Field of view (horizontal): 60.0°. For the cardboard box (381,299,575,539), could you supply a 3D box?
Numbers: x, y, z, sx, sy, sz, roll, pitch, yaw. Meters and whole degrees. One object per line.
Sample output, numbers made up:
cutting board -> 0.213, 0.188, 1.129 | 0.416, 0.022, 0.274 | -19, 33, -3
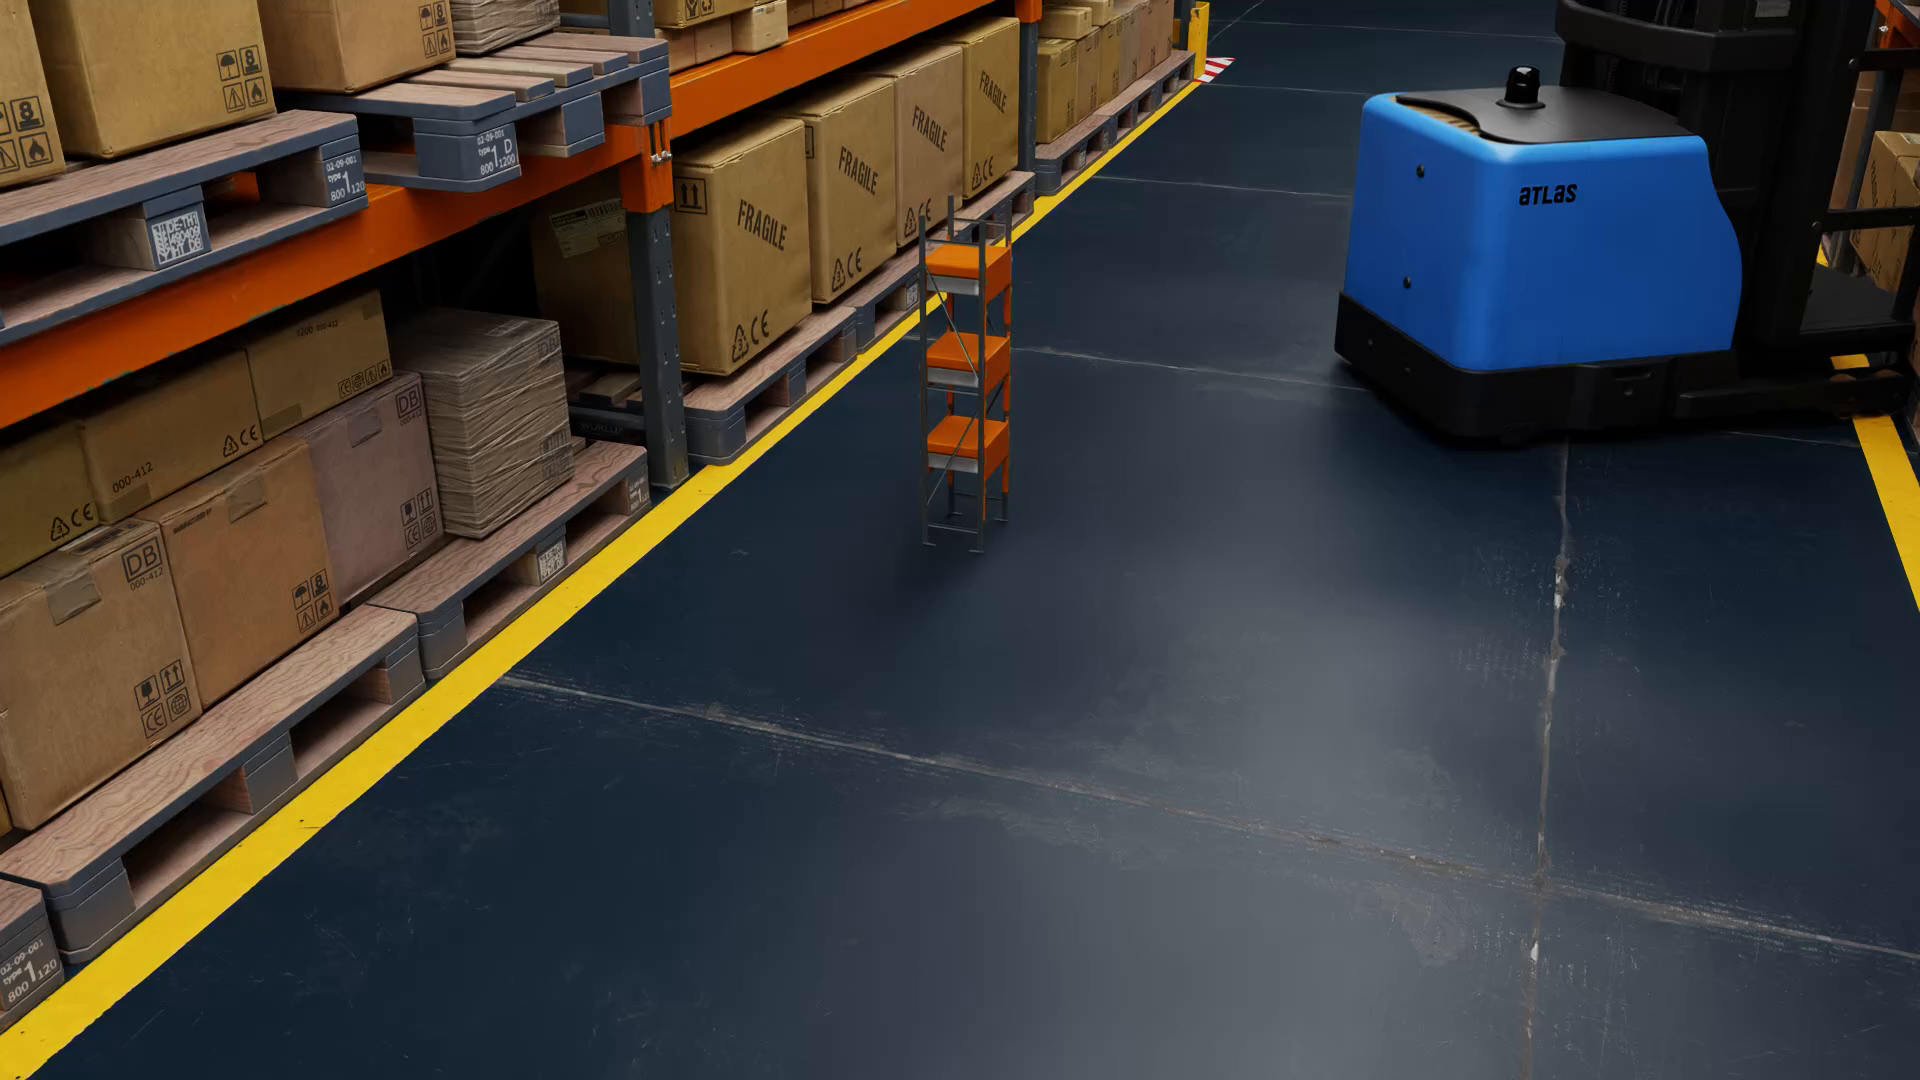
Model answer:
cardboard box -> -1.605, -0.378, 4.952 | 0.700, 0.500, 0.500 | 9, 27, 18

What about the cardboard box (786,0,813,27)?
cardboard box -> -0.781, -2.034, 6.275 | 0.380, 0.149, 0.250 | 9, 27, 19

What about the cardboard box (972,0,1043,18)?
cardboard box -> 0.287, -3.195, 10.048 | 0.380, 0.149, 0.250 | 8, 27, 16

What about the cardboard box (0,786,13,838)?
cardboard box -> -2.392, 0.438, 3.267 | 0.700, 0.500, 0.500 | 8, 27, 16

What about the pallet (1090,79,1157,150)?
pallet -> 0.647, -2.801, 10.793 | 1.003, 0.211, 1.213 | 9, 27, 17

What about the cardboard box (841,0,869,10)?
cardboard box -> -0.587, -2.238, 6.695 | 0.380, 0.149, 0.250 | 9, 27, 18

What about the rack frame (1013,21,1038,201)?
rack frame -> -0.084, -3.252, 8.525 | 1.000, 3.000, 0.127 | 9, 27, 17

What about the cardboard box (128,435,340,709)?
cardboard box -> -2.025, 0.025, 4.119 | 0.700, 0.500, 0.500 | 9, 27, 17

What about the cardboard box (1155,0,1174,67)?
cardboard box -> 1.109, -3.658, 11.749 | 0.700, 0.500, 0.500 | 9, 27, 17

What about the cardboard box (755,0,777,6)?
cardboard box -> -0.829, -2.172, 5.816 | 0.500, 0.500, 0.500 | 10, 27, 19

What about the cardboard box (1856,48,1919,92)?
cardboard box -> 5.209, -2.382, 9.088 | 0.797, 0.503, 0.637 | 9, 27, 17

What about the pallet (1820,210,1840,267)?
pallet -> 4.818, -1.562, 8.234 | 1.003, 0.211, 1.213 | 9, 27, 17

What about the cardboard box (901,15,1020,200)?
cardboard box -> -0.178, -2.187, 8.311 | 0.750, 0.750, 0.750 | 9, 27, 18

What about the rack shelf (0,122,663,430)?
rack shelf -> -2.080, -0.463, 3.589 | 1.077, 0.370, 4.000 | 9, 27, 17

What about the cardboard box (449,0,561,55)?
cardboard box -> -1.562, -1.657, 4.610 | 0.700, 0.500, 0.500 | 6, 26, 11

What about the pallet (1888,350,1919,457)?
pallet -> 3.949, -0.437, 5.911 | 1.003, 0.211, 1.213 | 9, 27, 17

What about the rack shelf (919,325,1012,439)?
rack shelf -> 0.018, -0.485, 5.071 | 0.215, 0.259, 0.240 | 9, 27, 17

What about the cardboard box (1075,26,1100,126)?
cardboard box -> 0.432, -2.814, 10.007 | 0.700, 0.500, 0.500 | 8, 27, 17

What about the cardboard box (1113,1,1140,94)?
cardboard box -> 0.775, -3.245, 10.897 | 0.700, 0.500, 0.500 | 8, 27, 16

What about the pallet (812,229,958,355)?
pallet -> -0.674, -1.166, 7.416 | 1.003, 0.211, 1.213 | 9, 27, 17

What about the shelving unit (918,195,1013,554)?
shelving unit -> 0.018, -0.495, 5.067 | 0.215, 1.050, 0.252 | 9, 27, 17

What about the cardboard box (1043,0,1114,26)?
cardboard box -> 0.721, -3.229, 10.119 | 0.380, 0.149, 0.250 | 8, 27, 16

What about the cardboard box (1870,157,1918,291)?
cardboard box -> 4.031, -1.224, 6.699 | 0.500, 0.500, 0.500 | 9, 27, 18

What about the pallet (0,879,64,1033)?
pallet -> -2.488, 0.970, 3.003 | 1.003, 0.211, 1.213 | 9, 27, 17

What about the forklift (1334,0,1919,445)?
forklift -> 3.071, -1.984, 5.984 | 3.031, 2.935, 1.130 | -6, 27, -12

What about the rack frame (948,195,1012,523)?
rack frame -> 0.058, -0.545, 5.170 | 0.200, 1.050, 0.008 | 9, 27, 17

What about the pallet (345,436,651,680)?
pallet -> -1.676, -0.032, 5.074 | 1.003, 0.211, 1.213 | 9, 27, 17

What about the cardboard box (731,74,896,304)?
cardboard box -> -0.749, -1.472, 6.833 | 0.750, 0.750, 0.750 | 9, 27, 17

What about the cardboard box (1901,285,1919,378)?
cardboard box -> 3.689, -0.812, 5.848 | 0.500, 0.500, 0.500 | 8, 27, 15

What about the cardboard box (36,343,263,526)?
cardboard box -> -2.021, -0.278, 3.885 | 0.500, 0.250, 0.500 | 9, 27, 17

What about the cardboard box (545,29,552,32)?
cardboard box -> -1.548, -1.675, 5.533 | 0.380, 0.149, 0.250 | 9, 27, 18

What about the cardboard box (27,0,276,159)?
cardboard box -> -1.956, -1.141, 3.546 | 0.700, 0.500, 0.500 | 9, 27, 17

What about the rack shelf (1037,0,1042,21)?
rack shelf -> 0.582, -3.750, 10.379 | 1.077, 0.370, 4.000 | 9, 27, 17

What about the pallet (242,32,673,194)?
pallet -> -1.552, -1.214, 4.535 | 1.213, 0.211, 1.003 | 9, 27, 17

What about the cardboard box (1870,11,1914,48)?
cardboard box -> 5.971, -2.993, 10.353 | 0.500, 0.500, 0.500 | 9, 27, 17

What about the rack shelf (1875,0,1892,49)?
rack shelf -> 5.254, -3.033, 8.898 | 1.077, 0.370, 4.000 | 9, 27, 17

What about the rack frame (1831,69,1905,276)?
rack frame -> 4.589, -2.535, 7.044 | 1.000, 3.000, 0.127 | 9, 27, 17

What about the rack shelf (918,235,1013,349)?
rack shelf -> 0.018, -0.740, 4.948 | 0.215, 0.259, 0.240 | 9, 27, 17

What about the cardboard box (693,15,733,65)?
cardboard box -> -0.995, -1.708, 5.601 | 0.380, 0.149, 0.250 | 9, 27, 18
